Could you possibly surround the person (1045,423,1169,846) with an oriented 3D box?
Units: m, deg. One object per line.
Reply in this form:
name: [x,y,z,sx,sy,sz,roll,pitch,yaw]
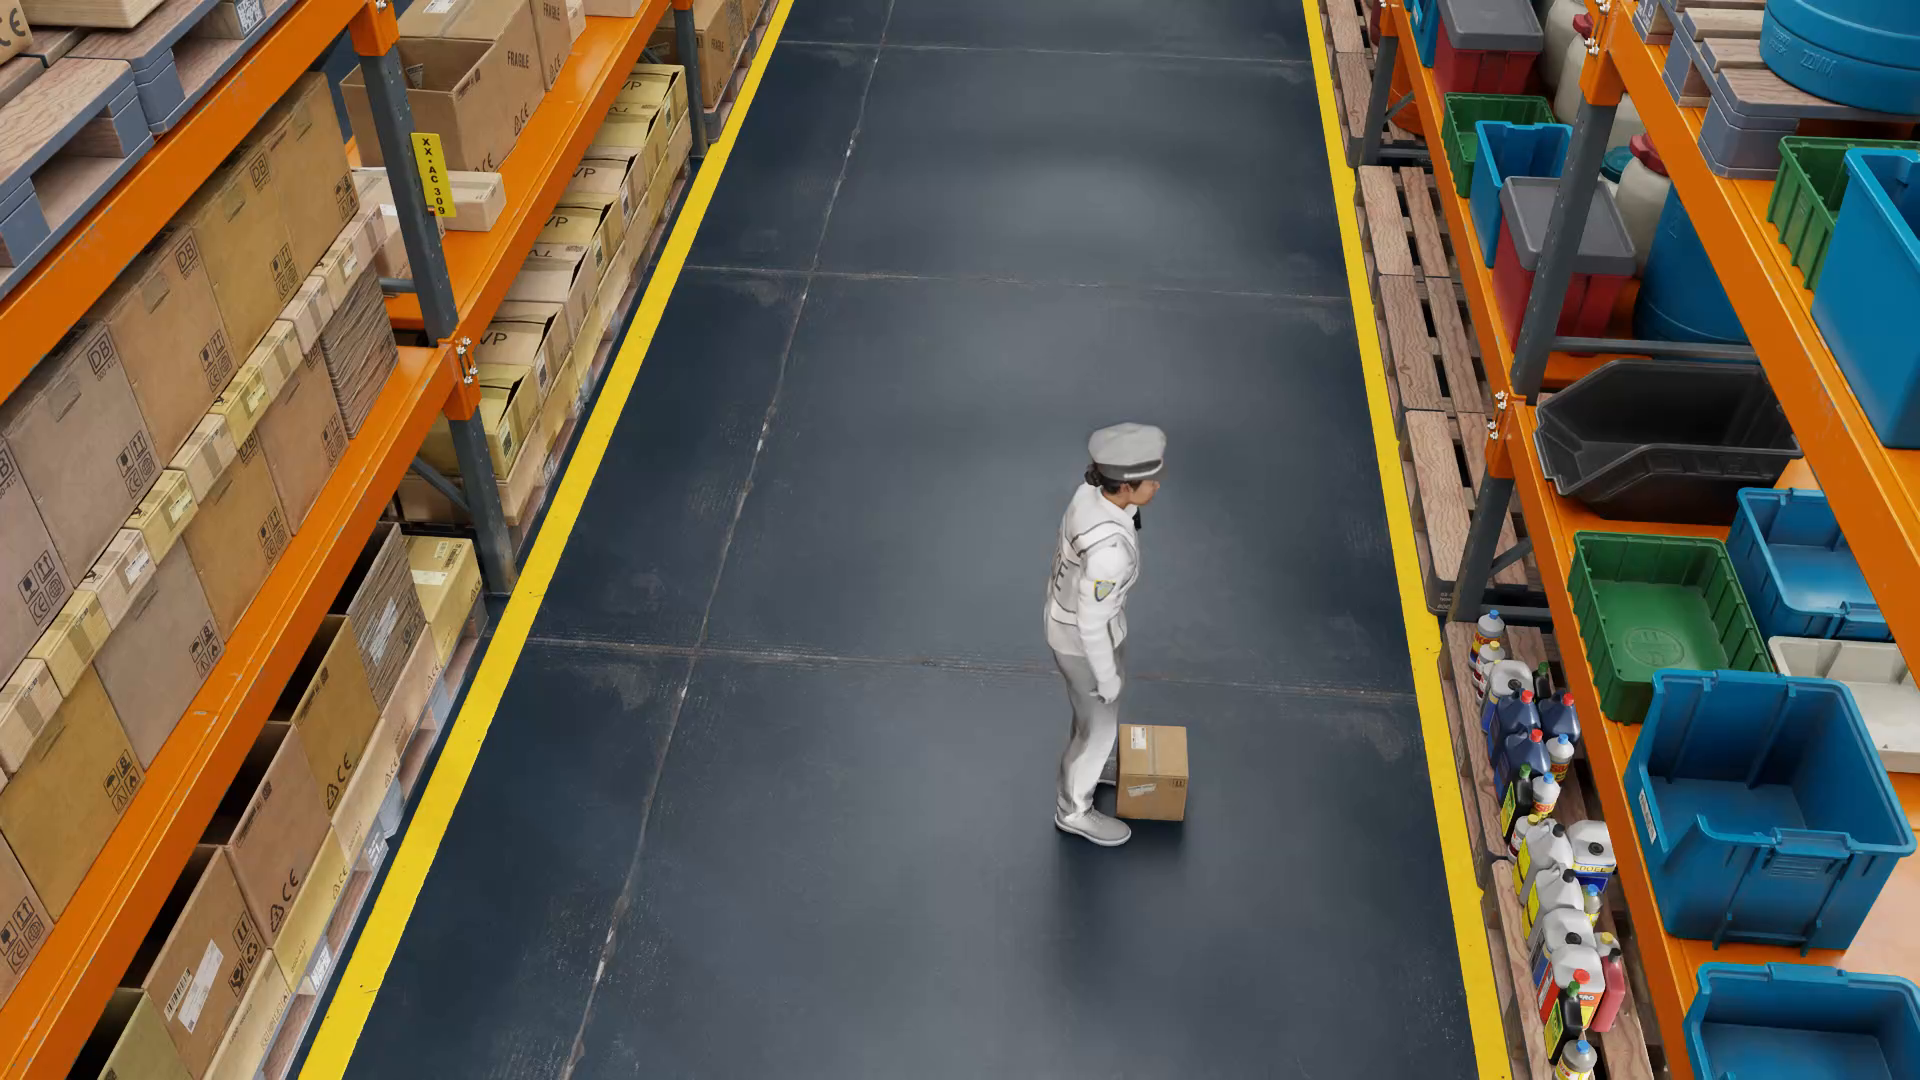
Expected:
person: [0.494,0.321,5.776,0.405,1.663,0.538,2,40,3]
